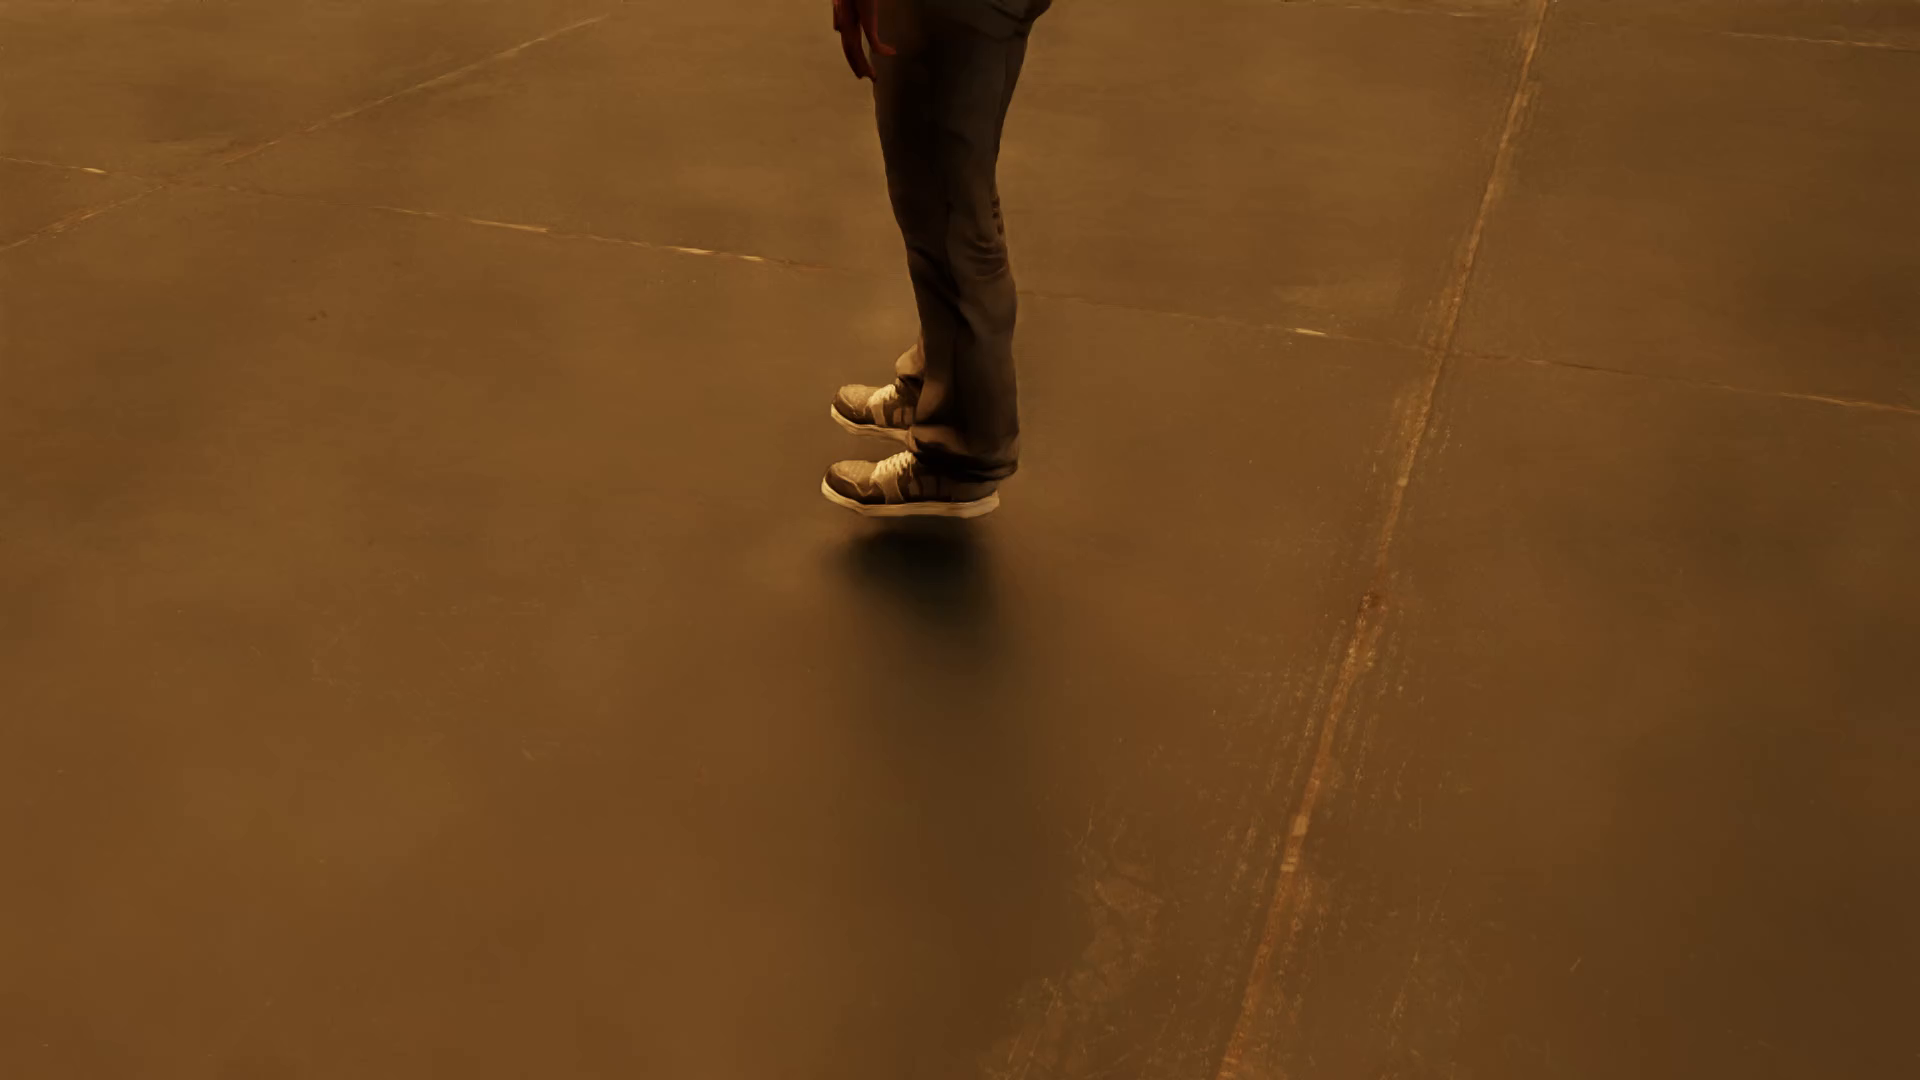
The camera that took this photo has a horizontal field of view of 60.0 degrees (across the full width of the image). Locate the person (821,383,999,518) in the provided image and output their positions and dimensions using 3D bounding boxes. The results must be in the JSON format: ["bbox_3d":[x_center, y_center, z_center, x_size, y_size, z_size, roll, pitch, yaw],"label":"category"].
[{"bbox_3d":[-0.070,-0.650,2.179,0.463,1.354,0.521,10,31,18],"label":"person"}]
